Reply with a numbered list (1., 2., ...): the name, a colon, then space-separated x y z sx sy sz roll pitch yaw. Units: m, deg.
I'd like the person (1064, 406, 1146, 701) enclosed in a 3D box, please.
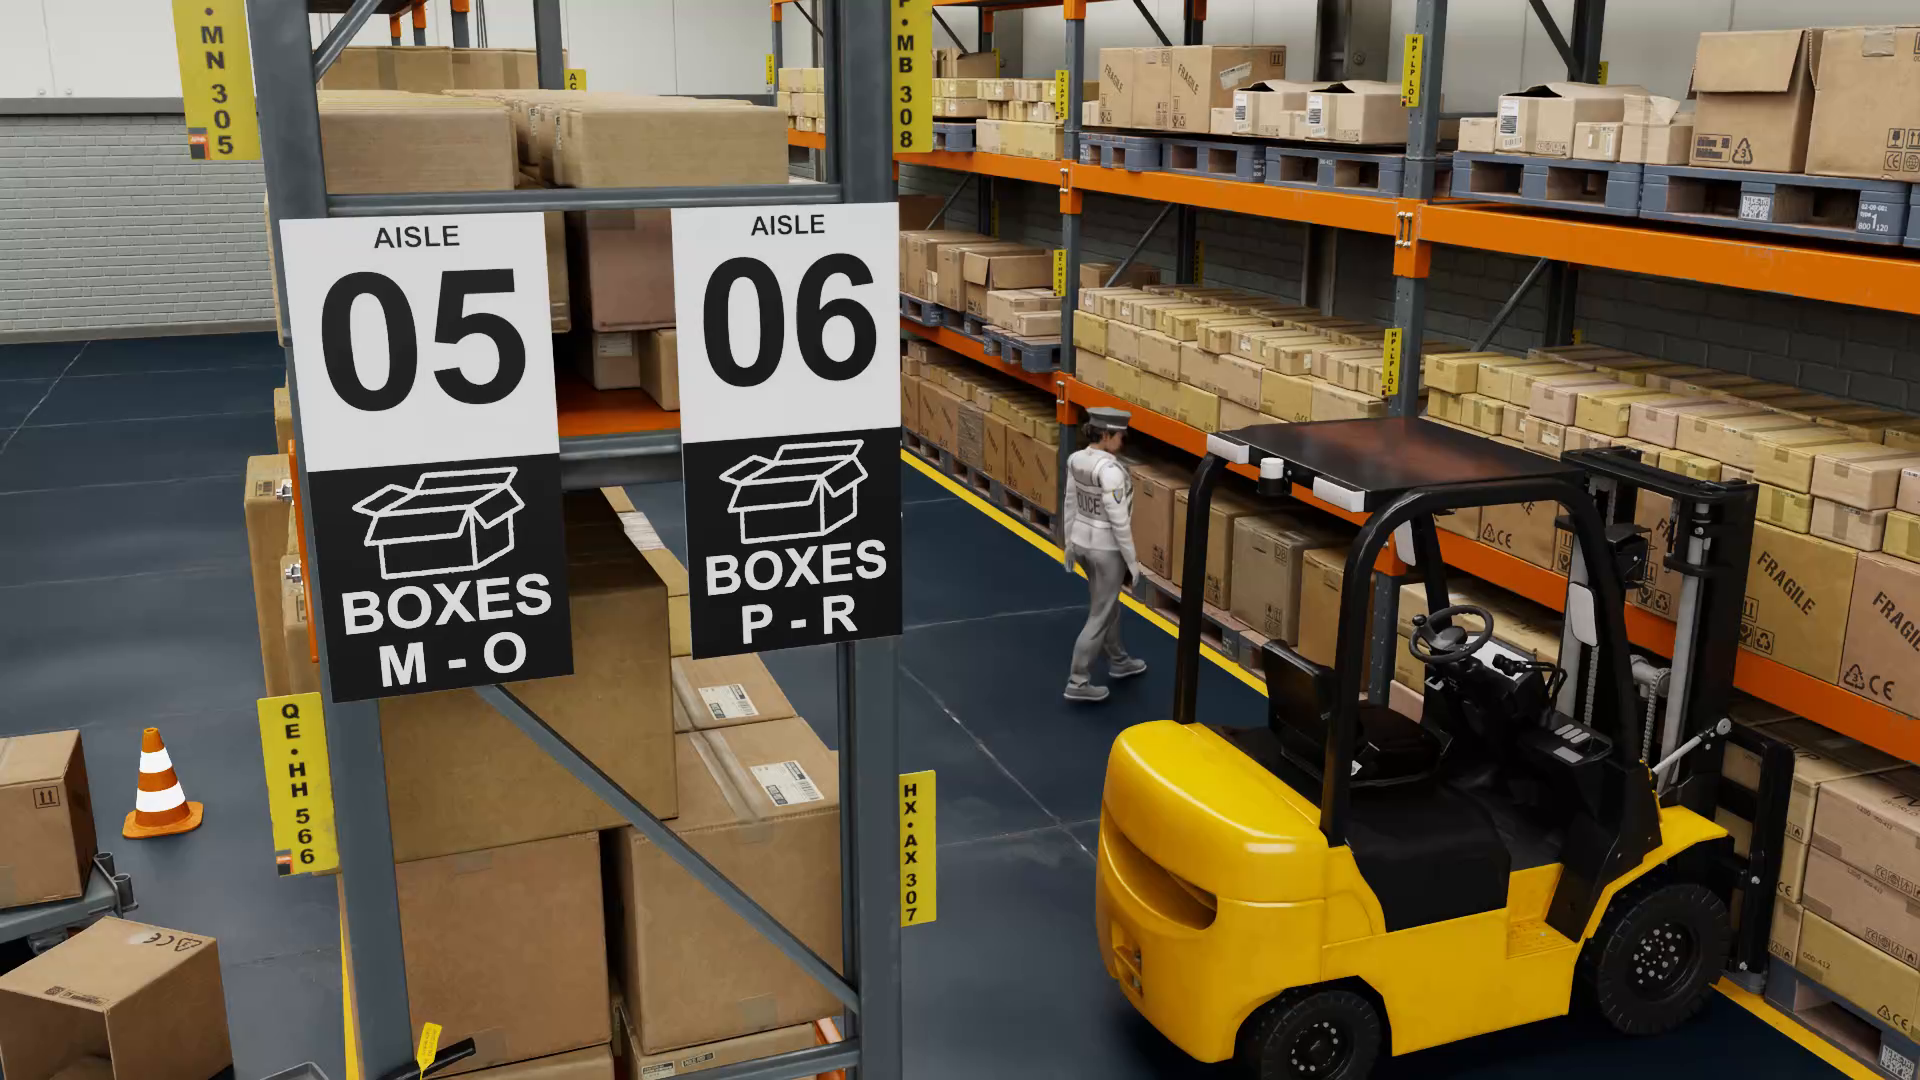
1. person: 0.865 0.061 9.263 0.708 1.646 0.520 -8 18 -27
